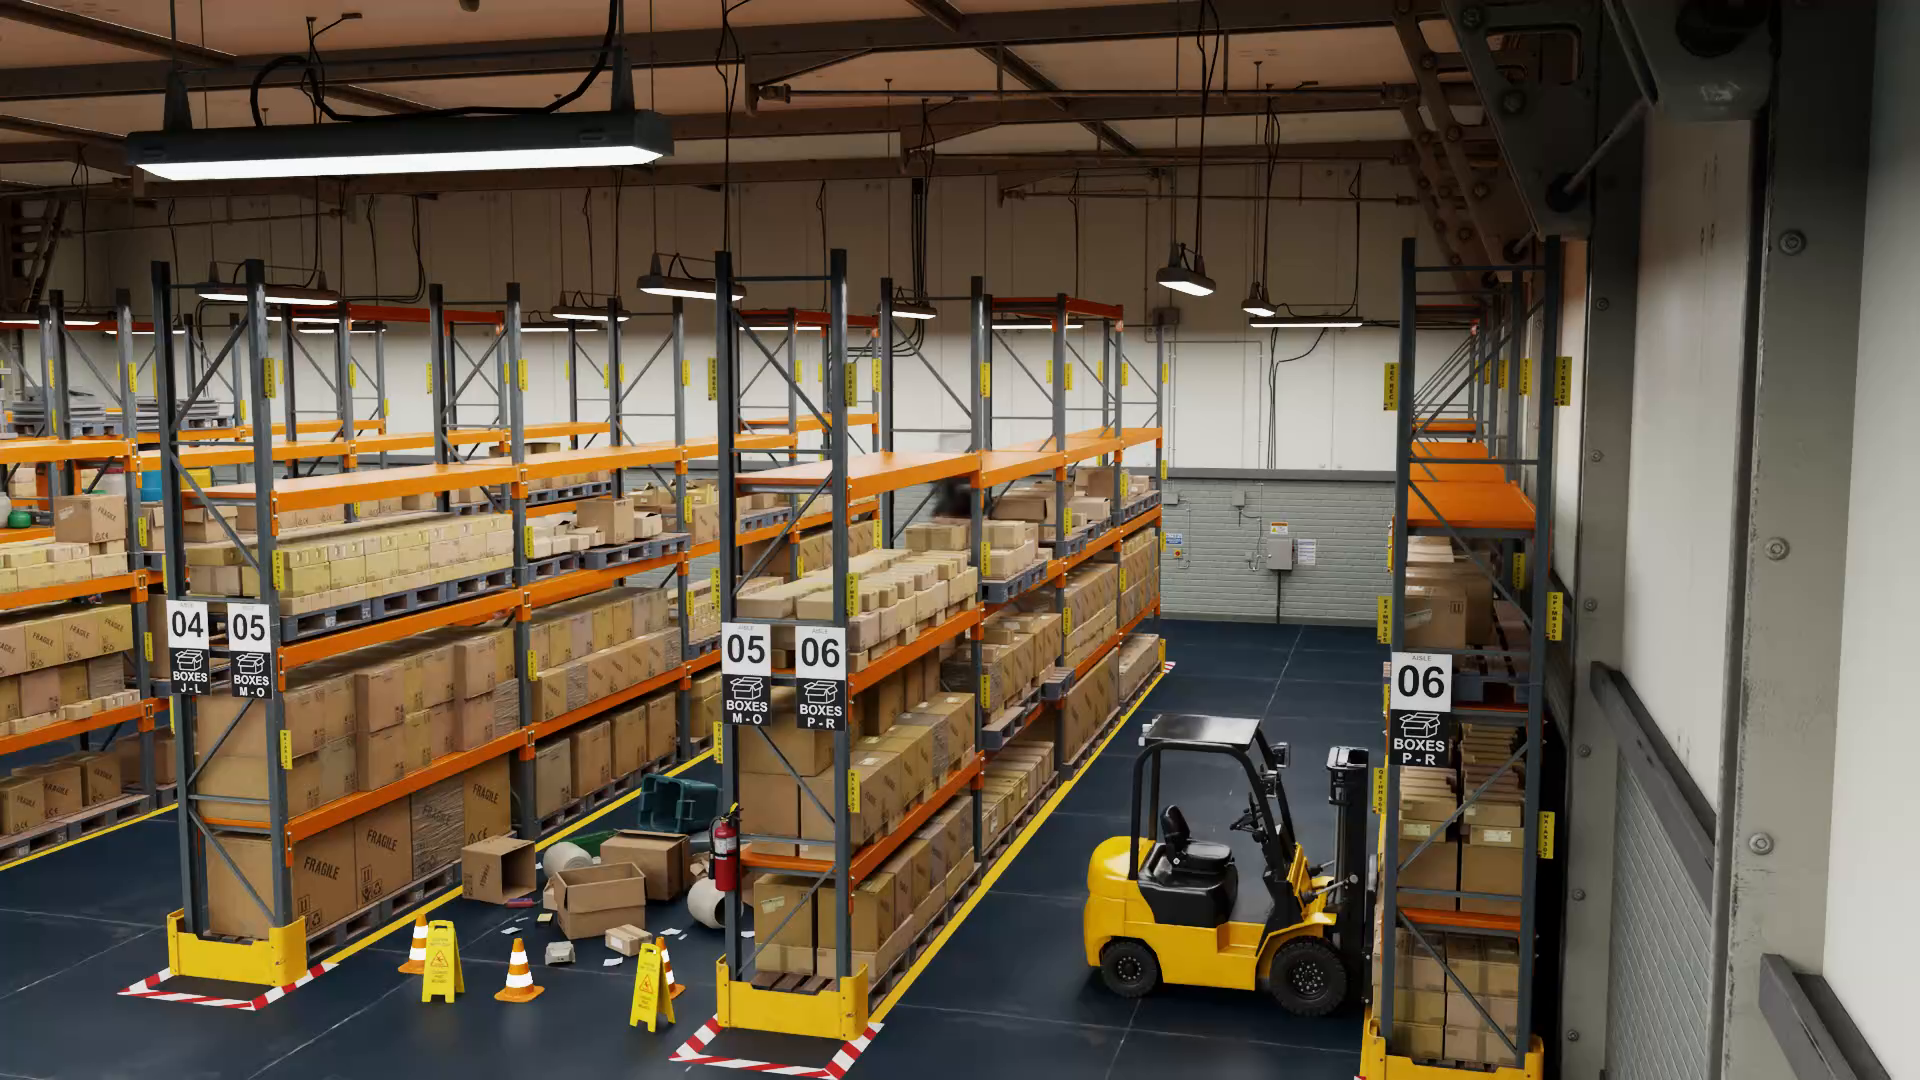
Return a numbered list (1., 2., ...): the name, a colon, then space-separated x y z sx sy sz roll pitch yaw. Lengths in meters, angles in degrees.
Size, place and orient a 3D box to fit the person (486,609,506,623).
1. person: -6.595 1.766 23.844 0.655 1.769 0.888 1 6 5
